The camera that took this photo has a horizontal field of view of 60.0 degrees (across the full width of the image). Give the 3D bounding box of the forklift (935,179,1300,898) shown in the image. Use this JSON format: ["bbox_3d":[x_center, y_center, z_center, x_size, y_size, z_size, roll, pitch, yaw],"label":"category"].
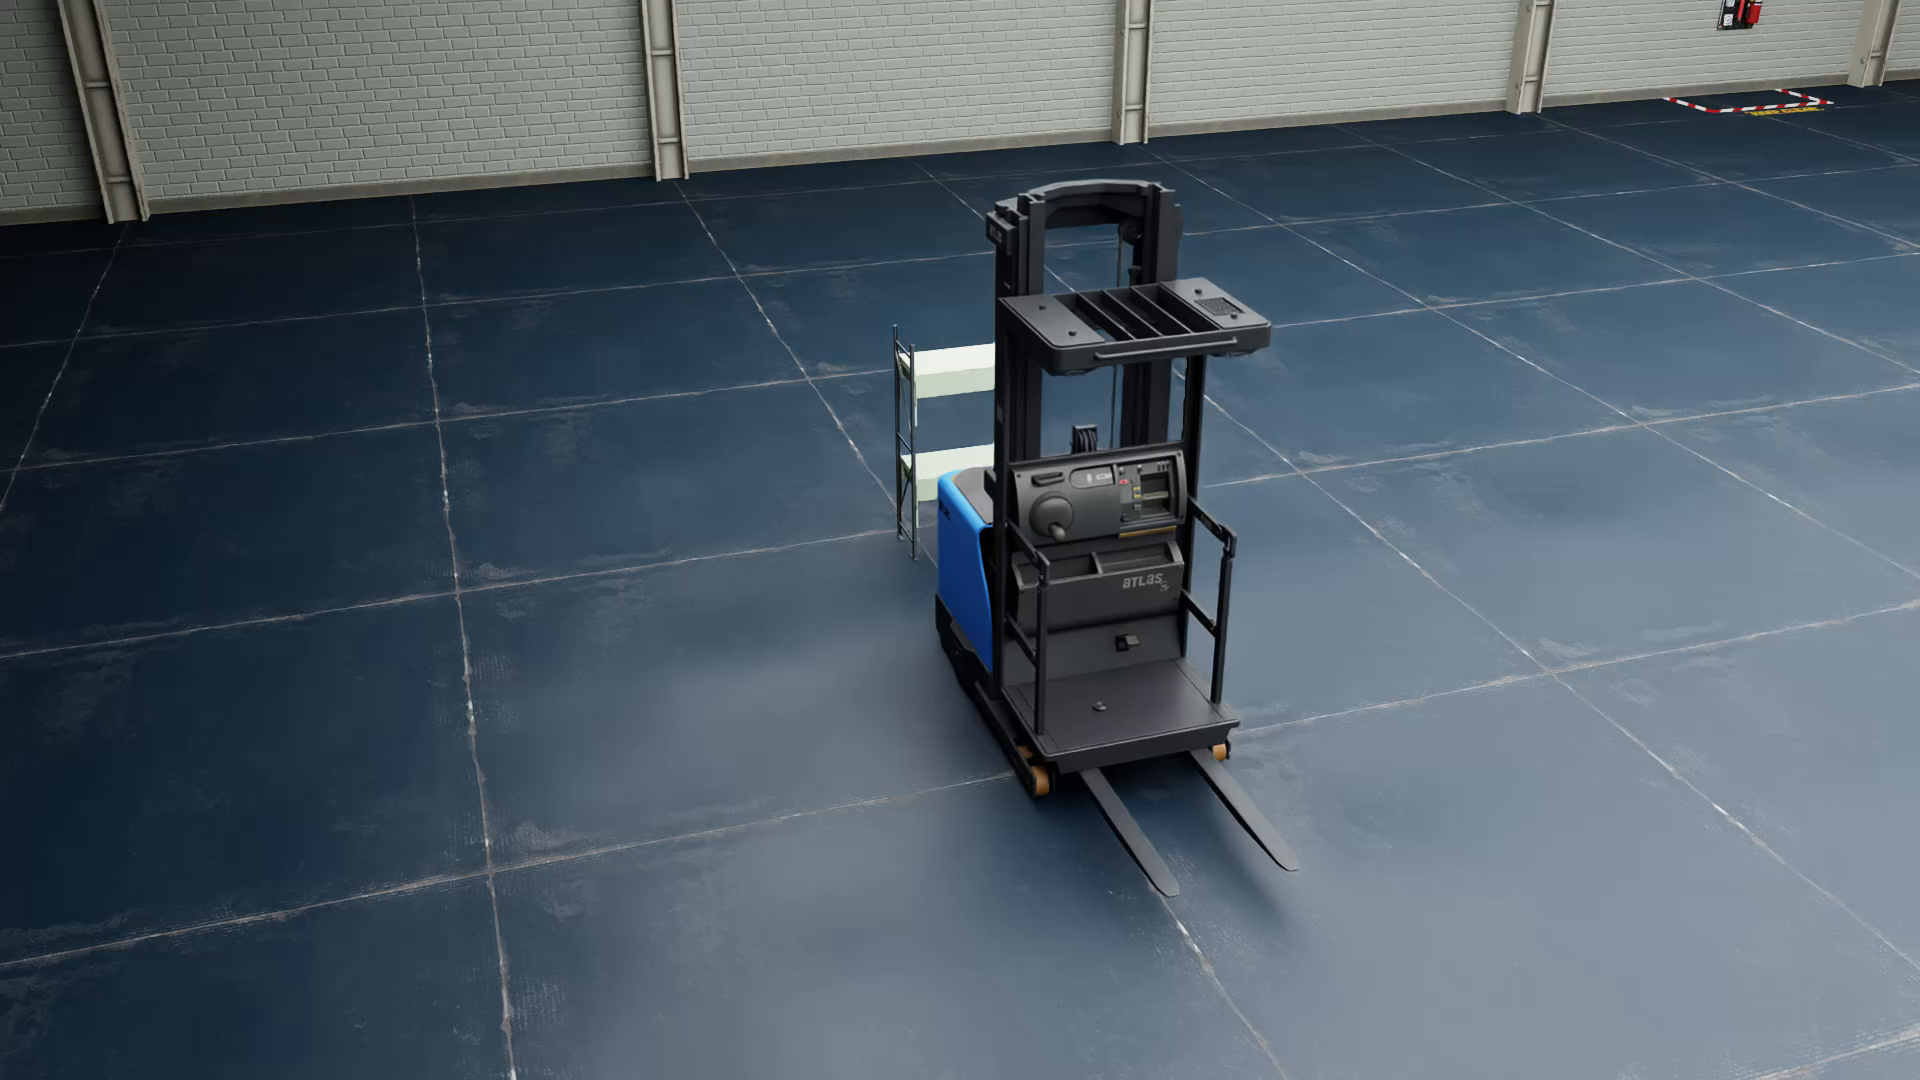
[{"bbox_3d":[0.790,-0.189,8.330,1.130,2.935,3.031,-8,28,-16],"label":"forklift"}]

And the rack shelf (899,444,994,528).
[{"bbox_3d":[-0.006,-0.379,11.054,0.720,0.370,0.431,-8,28,-16],"label":"rack shelf"}]

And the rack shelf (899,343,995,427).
[{"bbox_3d":[-0.006,-1.020,10.735,0.720,0.370,0.431,-8,28,-16],"label":"rack shelf"}]

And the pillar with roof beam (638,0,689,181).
[{"bbox_3d":[-2.160,-6.595,14.409,0.400,9.000,9.100,-8,28,-16],"label":"pillar with roof beam"}]

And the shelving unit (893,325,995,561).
[{"bbox_3d":[-0.006,-0.671,10.909,0.755,1.500,0.431,-8,28,-16],"label":"shelving unit"}]

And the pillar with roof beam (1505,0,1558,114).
[{"bbox_3d":[9.250,-8.248,17.738,0.400,9.000,9.100,-8,28,-16],"label":"pillar with roof beam"}]

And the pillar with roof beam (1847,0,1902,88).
[{"bbox_3d":[14.955,-9.074,19.402,0.400,9.000,9.100,-8,28,-16],"label":"pillar with roof beam"}]

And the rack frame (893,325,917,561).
[{"bbox_3d":[-0.354,-0.620,10.807,0.023,1.500,0.400,-8,28,-16],"label":"rack frame"}]

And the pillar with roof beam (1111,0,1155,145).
[{"bbox_3d":[3.545,-7.421,16.073,0.400,9.000,9.100,-8,28,-16],"label":"pillar with roof beam"}]

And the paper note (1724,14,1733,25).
[{"bbox_3d":[11.071,-7.493,23.955,0.142,0.148,0.016,-8,28,-16],"label":"paper note"}]

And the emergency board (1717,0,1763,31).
[{"bbox_3d":[11.260,-7.883,23.749,0.643,1.169,0.194,-8,28,-16],"label":"emergency board"}]

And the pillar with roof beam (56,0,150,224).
[{"bbox_3d":[-7.865,-5.769,12.745,0.400,9.000,9.100,-8,28,-16],"label":"pillar with roof beam"}]
